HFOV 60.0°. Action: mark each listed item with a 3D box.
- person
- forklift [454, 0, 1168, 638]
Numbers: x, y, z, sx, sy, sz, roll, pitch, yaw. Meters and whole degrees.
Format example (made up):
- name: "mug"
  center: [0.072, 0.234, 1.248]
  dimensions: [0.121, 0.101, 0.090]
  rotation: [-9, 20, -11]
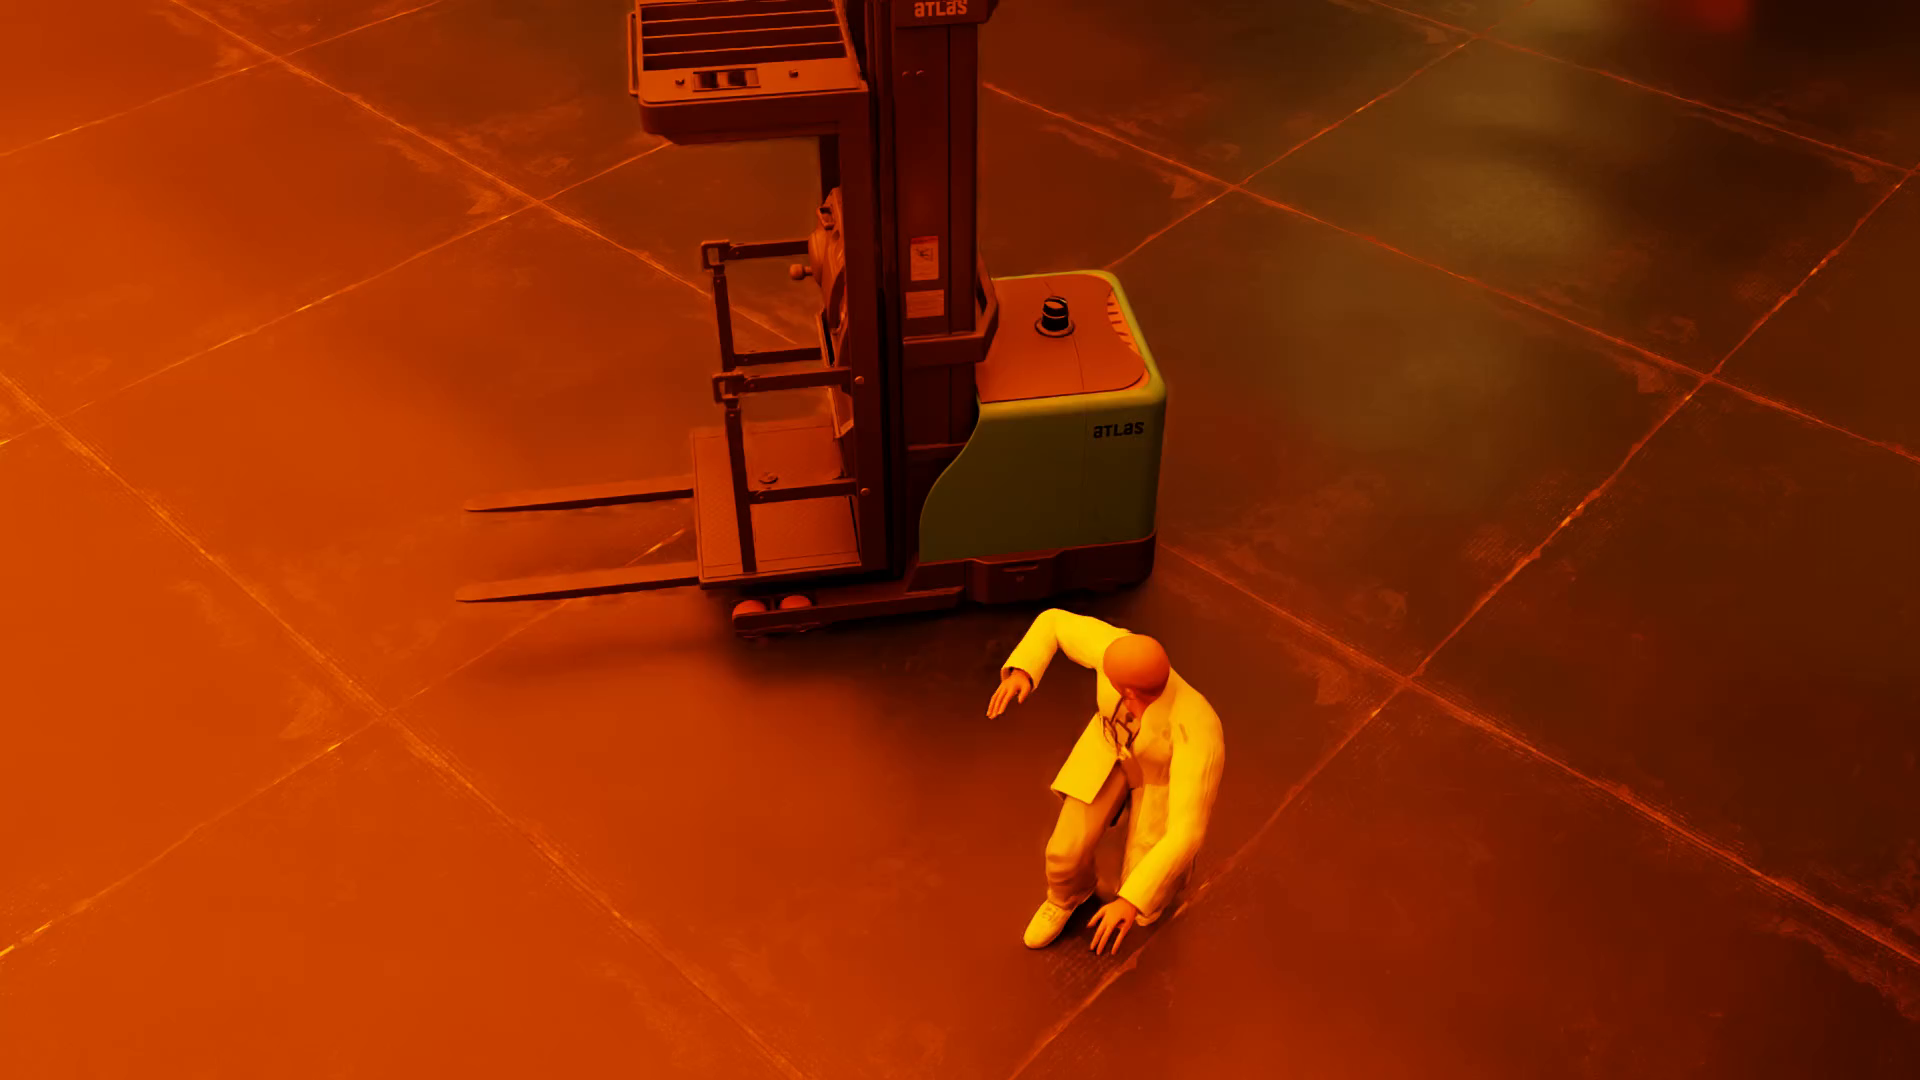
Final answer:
- name: "person"
  center: [0.455, 0.894, 5.512]
  dimensions: [0.844, 1.503, 0.991]
  rotation: [23, 46, 25]
- name: "forklift"
  center: [-0.700, -1.060, 6.664]
  dimensions: [3.031, 2.935, 1.130]
  rotation: [-6, 41, -7]
